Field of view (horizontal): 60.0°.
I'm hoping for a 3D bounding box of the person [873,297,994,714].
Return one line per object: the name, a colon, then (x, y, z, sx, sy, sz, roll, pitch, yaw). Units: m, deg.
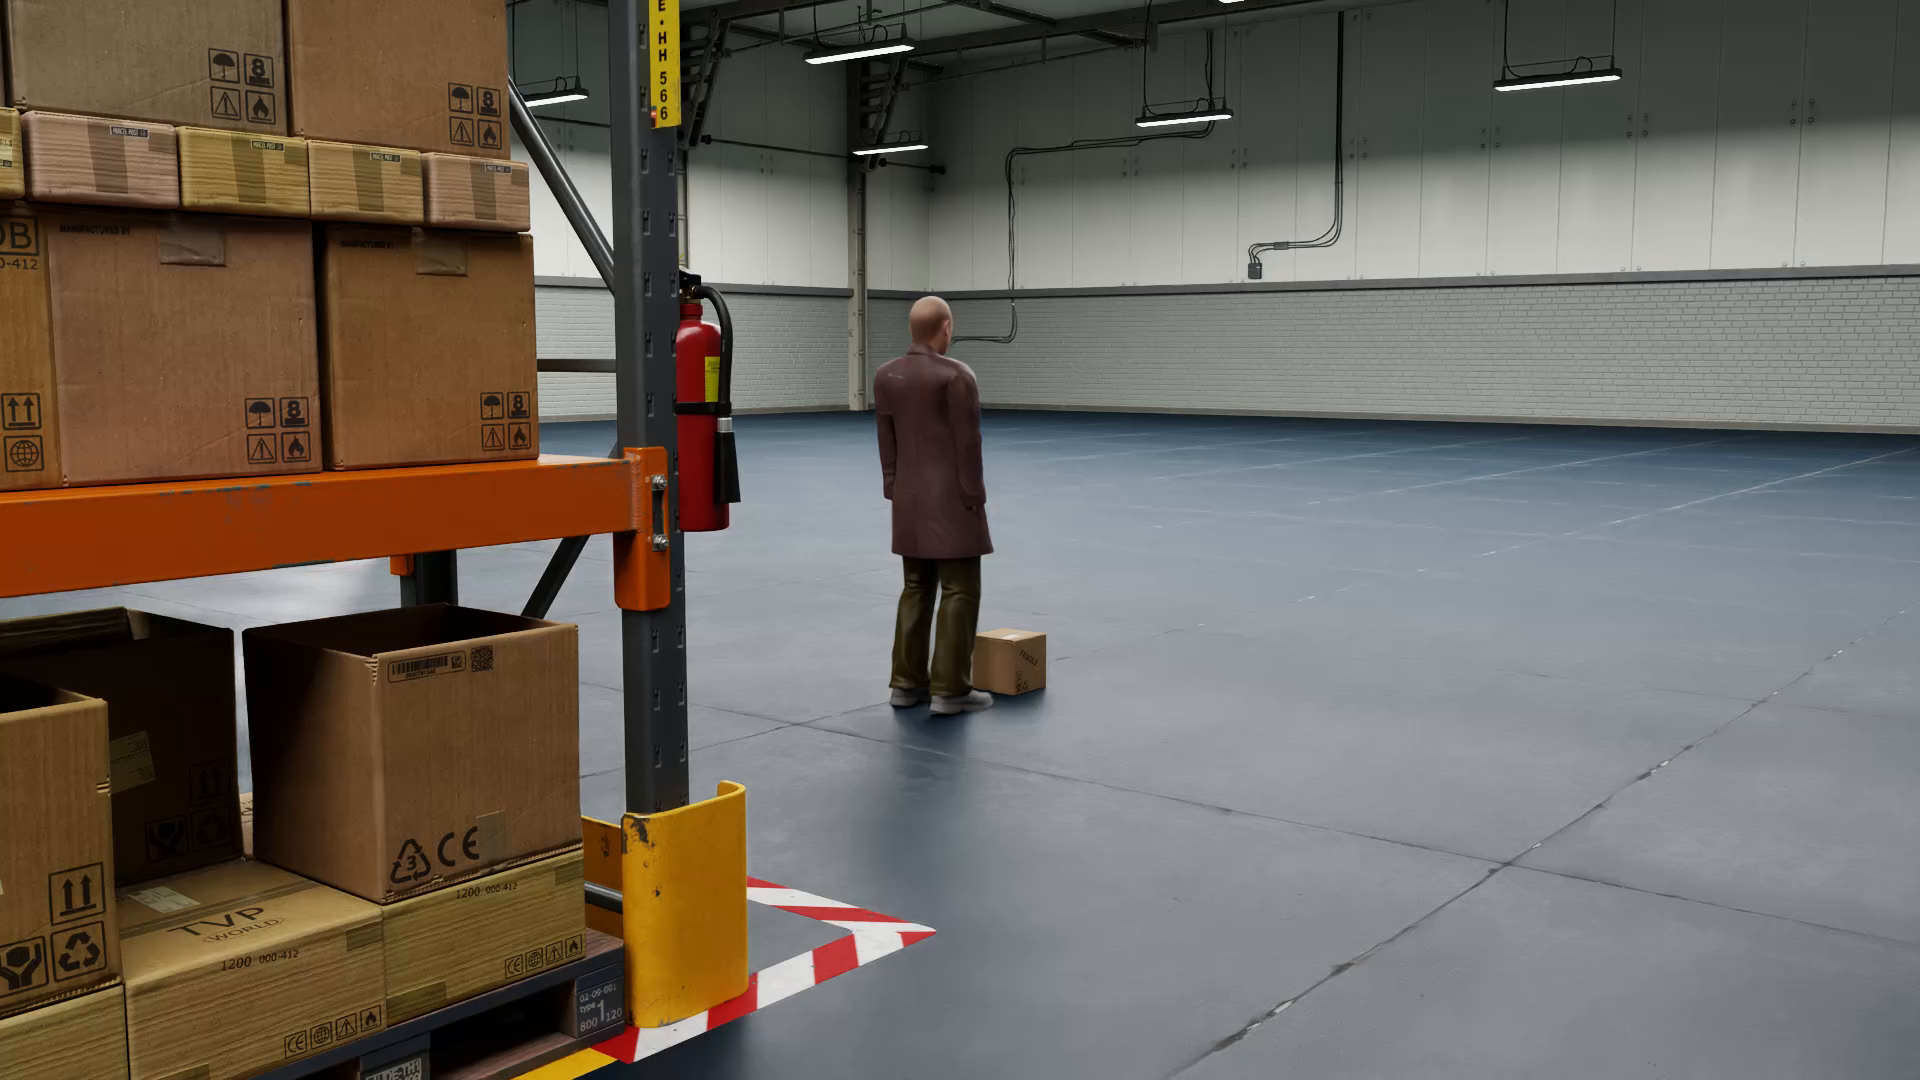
person: (-0.108, -0.152, 7.189, 0.562, 1.782, 0.388, 5, 8, 40)
